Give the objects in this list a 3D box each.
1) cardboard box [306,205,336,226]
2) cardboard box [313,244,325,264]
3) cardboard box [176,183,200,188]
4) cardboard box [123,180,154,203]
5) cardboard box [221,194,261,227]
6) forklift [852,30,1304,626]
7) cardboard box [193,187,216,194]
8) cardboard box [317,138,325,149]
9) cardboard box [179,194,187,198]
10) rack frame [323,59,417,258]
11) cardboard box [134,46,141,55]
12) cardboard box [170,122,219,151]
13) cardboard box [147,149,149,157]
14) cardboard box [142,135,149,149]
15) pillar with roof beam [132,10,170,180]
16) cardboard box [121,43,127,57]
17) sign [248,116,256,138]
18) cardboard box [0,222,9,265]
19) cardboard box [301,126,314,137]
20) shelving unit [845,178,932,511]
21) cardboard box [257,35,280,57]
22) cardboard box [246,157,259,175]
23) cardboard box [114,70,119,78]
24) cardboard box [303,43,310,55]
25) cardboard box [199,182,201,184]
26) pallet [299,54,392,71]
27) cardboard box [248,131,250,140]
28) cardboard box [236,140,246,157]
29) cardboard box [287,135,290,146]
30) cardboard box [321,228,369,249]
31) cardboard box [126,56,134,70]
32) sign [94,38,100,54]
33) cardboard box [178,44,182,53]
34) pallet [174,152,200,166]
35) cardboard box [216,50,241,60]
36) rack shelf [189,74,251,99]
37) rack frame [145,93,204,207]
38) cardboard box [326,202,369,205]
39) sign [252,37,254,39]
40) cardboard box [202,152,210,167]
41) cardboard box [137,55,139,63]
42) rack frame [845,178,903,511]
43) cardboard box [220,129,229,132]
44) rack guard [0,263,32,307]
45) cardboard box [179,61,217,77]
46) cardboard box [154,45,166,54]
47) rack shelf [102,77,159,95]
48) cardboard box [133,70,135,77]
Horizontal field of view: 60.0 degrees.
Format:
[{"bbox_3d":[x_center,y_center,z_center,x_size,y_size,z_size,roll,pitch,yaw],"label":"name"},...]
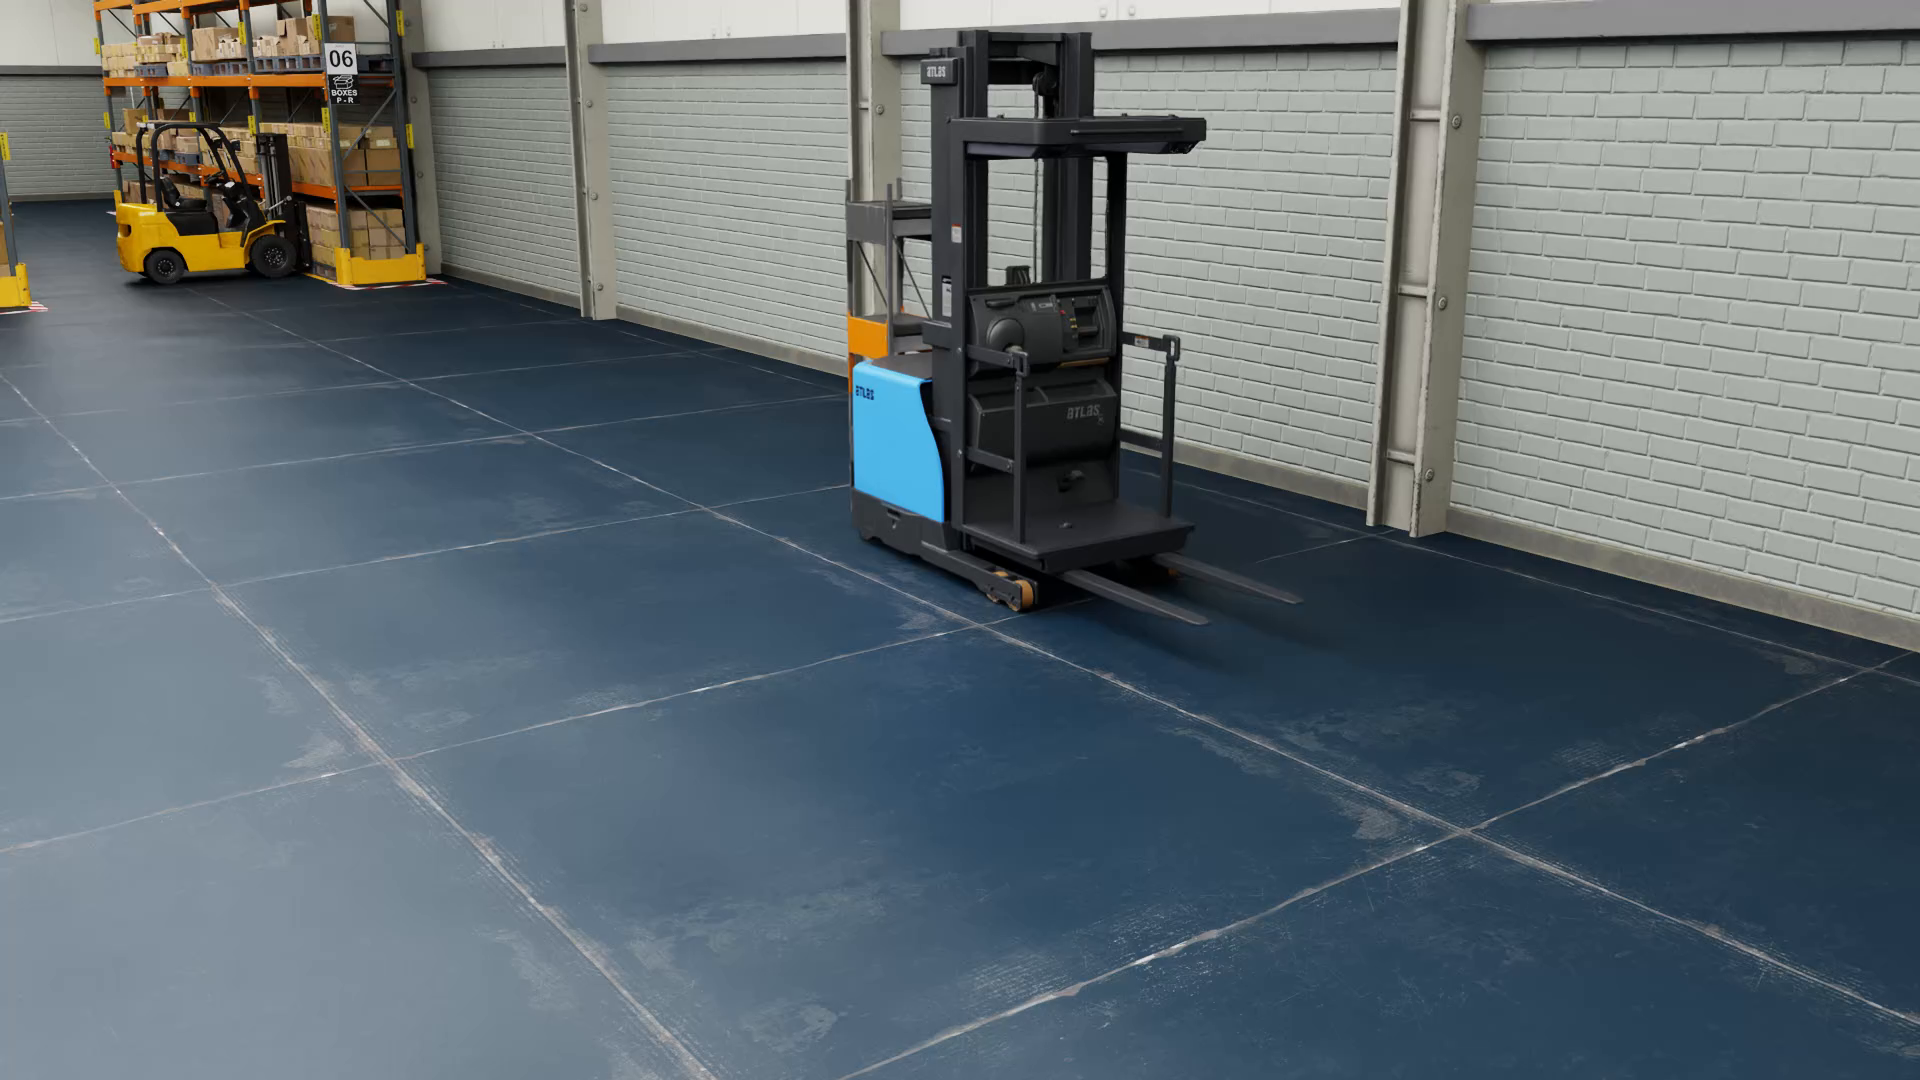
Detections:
[{"bbox_3d":[-9.251,-4.704,24.101,0.500,0.250,0.500,-11,19,-34],"label":"cardboard box"},{"bbox_3d":[-8.935,-4.117,23.848,0.500,0.250,0.500,-11,19,-35],"label":"cardboard box"},{"bbox_3d":[-14.620,-6.679,31.508,0.380,0.149,0.250,-11,19,-35],"label":"cardboard box"},{"bbox_3d":[-17.243,-7.351,35.186,0.797,0.503,0.637,-12,19,-37],"label":"cardboard box"},{"bbox_3d":[-12.076,-5.573,28.460,0.875,0.625,0.625,-10,18,-33],"label":"cardboard box"},{"bbox_3d":[0.575,-1.183,8.846,1.130,2.935,3.031,-10,18,-32],"label":"forklift"},{"bbox_3d":[-13.740,-6.346,30.290,0.380,0.149,0.250,-10,18,-33],"label":"cardboard box"},{"bbox_3d":[-8.723,-5.523,23.155,0.380,0.149,0.250,-11,18,-34],"label":"cardboard box"},{"bbox_3d":[-14.161,-6.171,30.882,0.500,0.500,0.500,-12,19,-37],"label":"cardboard box"},{"bbox_3d":[-8.118,-5.081,22.960,1.000,3.000,0.127,-11,19,-35],"label":"rack frame"},{"bbox_3d":[-15.353,-9.232,31.370,0.380,0.149,0.250,-10,18,-33],"label":"cardboard box"},{"bbox_3d":[-13.931,-7.362,30.301,0.797,0.503,0.637,-11,19,-36],"label":"cardboard box"},{"bbox_3d":[-15.736,-7.604,32.652,0.380,0.149,0.250,-10,18,-33],"label":"cardboard box"},{"bbox_3d":[-15.977,-7.891,32.944,0.500,0.250,0.500,-11,19,-34],"label":"cardboard box"},{"bbox_3d":[-21.864,-11.439,34.824,9.100,9.000,0.400,-11,19,-35],"label":"pillar with roof beam"},{"bbox_3d":[-16.262,-9.690,32.889,0.500,0.250,0.500,-10,18,-34],"label":"cardboard box"},{"bbox_3d":[-10.903,-6.370,25.623,0.100,0.325,0.005,-11,19,-35],"label":"sign"},{"bbox_3d":[-12.396,-3.768,21.155,0.500,0.500,0.500,-12,19,-36],"label":"cardboard box"},{"bbox_3d":[-9.174,-5.832,23.722,0.380,0.149,0.250,-10,18,-33],"label":"cardboard box"},{"bbox_3d":[-0.401,-1.173,10.384,0.431,2.100,0.503,-10,18,-32],"label":"shelving unit"},{"bbox_3d":[-10.178,-7.375,24.841,0.500,0.311,0.500,-10,18,-33],"label":"cardboard box"},{"bbox_3d":[-10.978,-5.930,26.345,0.500,0.250,0.500,-10,18,-33],"label":"cardboard box"},{"bbox_3d":[-16.991,-9.486,33.847,0.380,0.149,0.250,-11,19,-35],"label":"cardboard box"},{"bbox_3d":[-8.851,-6.788,23.003,0.380,0.149,0.250,-12,19,-36],"label":"cardboard box"},{"bbox_3d":[-14.415,-6.814,32.000,0.380,0.149,0.250,-11,19,-34],"label":"cardboard box"},{"bbox_3d":[-8.513,-6.641,23.142,1.003,0.211,1.213,-11,19,-35],"label":"pallet"},{"bbox_3d":[-11.118,-6.448,26.534,0.380,0.149,0.250,-11,19,-35],"label":"cardboard box"},{"bbox_3d":[-11.274,-6.278,26.670,0.500,0.250,0.500,-11,19,-36],"label":"cardboard box"},{"bbox_3d":[-9.766,-5.910,24.569,0.380,0.149,0.250,-12,19,-36],"label":"cardboard box"},{"bbox_3d":[-8.657,-4.254,23.404,0.500,0.250,0.500,-11,19,-35],"label":"cardboard box"},{"bbox_3d":[-15.974,-9.335,32.541,0.500,0.250,0.500,-12,19,-36],"label":"cardboard box"},{"bbox_3d":[-17.965,-10.282,34.624,0.100,0.325,0.005,-11,19,-35],"label":"sign"},{"bbox_3d":[-13.530,-8.649,29.278,0.380,0.149,0.250,-12,19,-36],"label":"cardboard box"},{"bbox_3d":[-13.277,-6.831,29.716,1.213,0.211,1.003,-11,19,-35],"label":"pallet"},{"bbox_3d":[-11.816,-7.864,26.937,0.380,0.149,0.250,-11,19,-35],"label":"cardboard box"},{"bbox_3d":[-11.646,-7.462,27.340,1.077,0.370,4.000,-11,19,-35],"label":"rack shelf"},{"bbox_3d":[-15.174,-7.644,32.322,1.000,3.000,0.127,-11,19,-35],"label":"rack frame"},{"bbox_3d":[-9.125,-4.897,24.806,0.500,0.250,0.500,-11,19,-36],"label":"cardboard box"},{"bbox_3d":[-12.368,-8.608,29.035,0.100,0.325,0.005,-11,19,-35],"label":"sign"},{"bbox_3d":[-12.759,-6.585,28.736,0.500,0.250,0.500,-11,19,-34],"label":"cardboard box"},{"bbox_3d":[-15.320,-9.095,31.432,0.380,0.149,0.250,-11,19,-34],"label":"cardboard box"},{"bbox_3d":[-0.535,-1.227,10.581,0.400,2.100,0.015,-10,18,-32],"label":"rack frame"},{"bbox_3d":[-12.105,-6.763,27.686,0.380,0.149,0.250,-10,18,-33],"label":"cardboard box"},{"bbox_3d":[-12.176,-3.121,20.531,1.175,0.500,0.348,-11,19,-35],"label":"rack guard"},{"bbox_3d":[-13.320,-8.236,29.088,0.500,0.250,0.500,-12,19,-36],"label":"cardboard box"},{"bbox_3d":[-14.400,-8.912,30.202,0.380,0.149,0.250,-11,19,-34],"label":"cardboard box"},{"bbox_3d":[-16.350,-9.171,33.582,1.077,0.370,4.000,-11,19,-35],"label":"rack shelf"},{"bbox_3d":[-15.916,-9.112,32.480,0.380,0.149,0.250,-10,18,-33],"label":"cardboard box"}]
